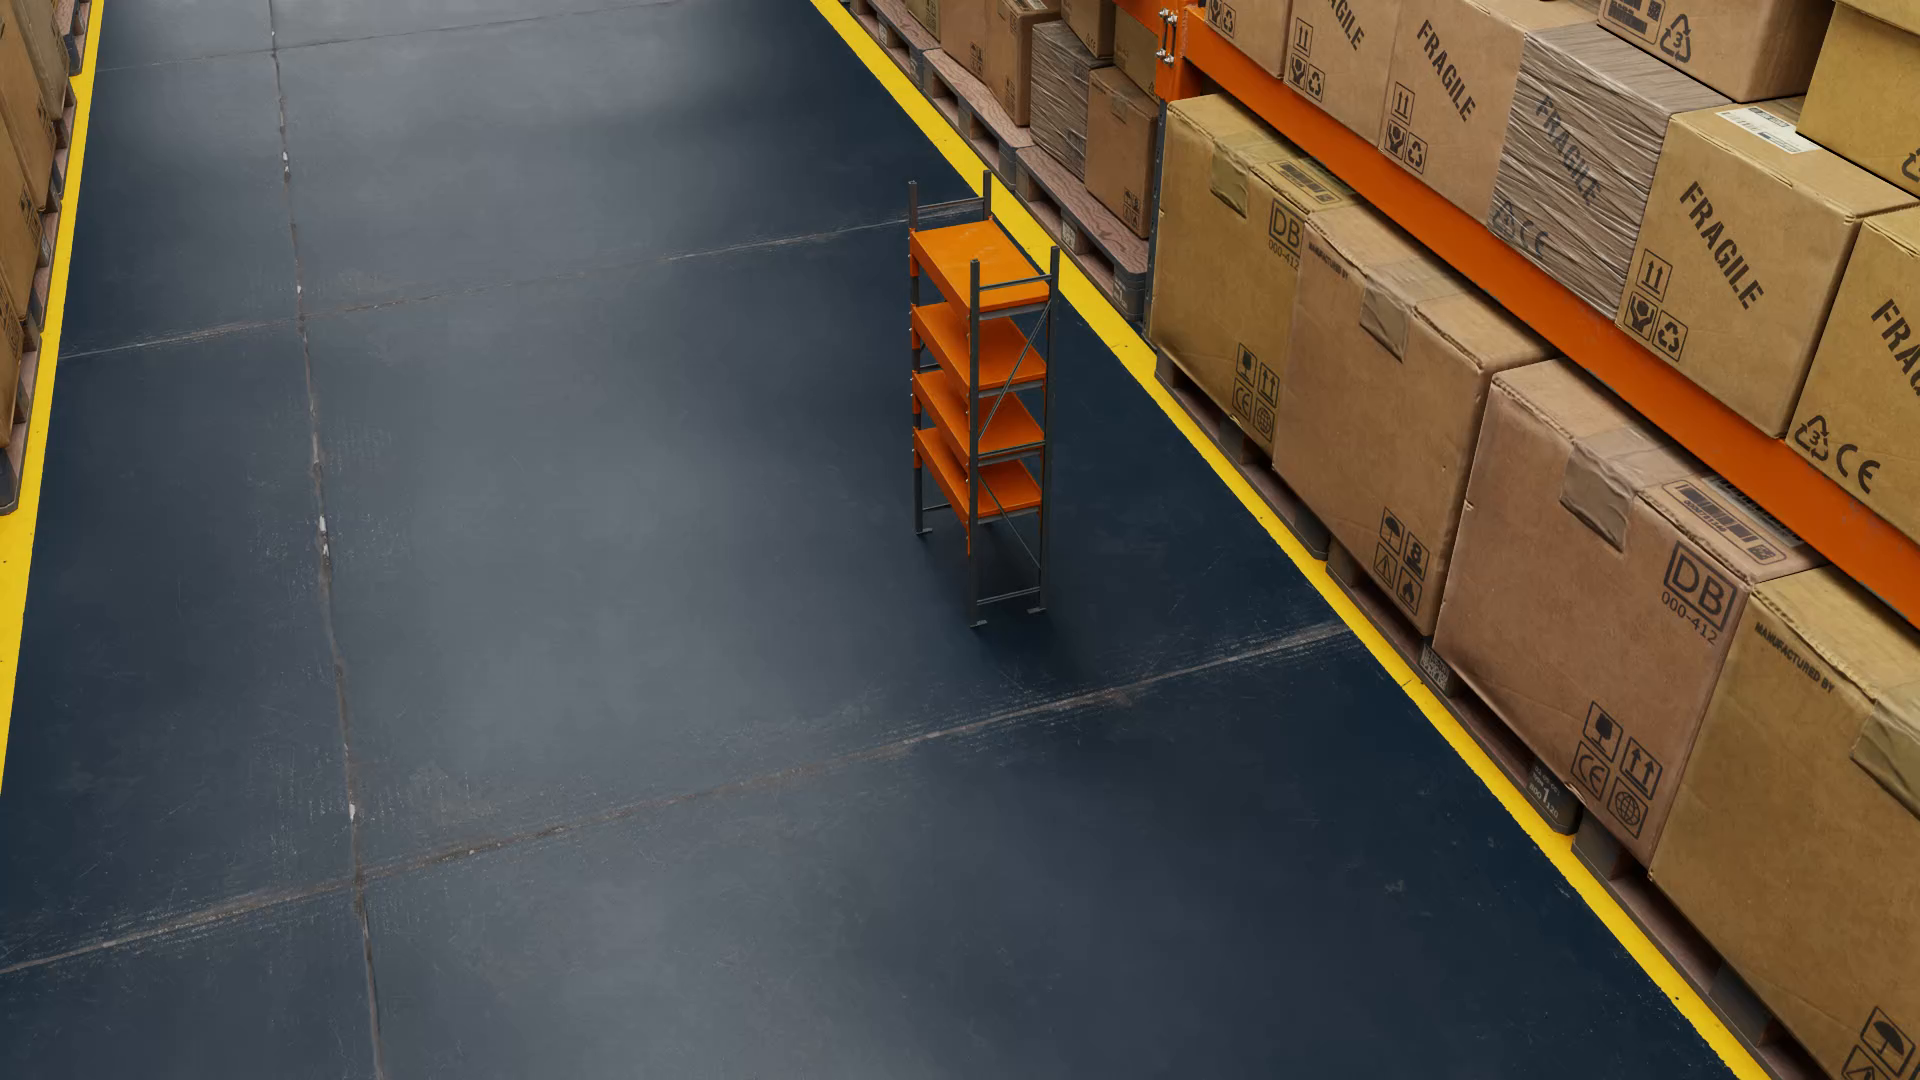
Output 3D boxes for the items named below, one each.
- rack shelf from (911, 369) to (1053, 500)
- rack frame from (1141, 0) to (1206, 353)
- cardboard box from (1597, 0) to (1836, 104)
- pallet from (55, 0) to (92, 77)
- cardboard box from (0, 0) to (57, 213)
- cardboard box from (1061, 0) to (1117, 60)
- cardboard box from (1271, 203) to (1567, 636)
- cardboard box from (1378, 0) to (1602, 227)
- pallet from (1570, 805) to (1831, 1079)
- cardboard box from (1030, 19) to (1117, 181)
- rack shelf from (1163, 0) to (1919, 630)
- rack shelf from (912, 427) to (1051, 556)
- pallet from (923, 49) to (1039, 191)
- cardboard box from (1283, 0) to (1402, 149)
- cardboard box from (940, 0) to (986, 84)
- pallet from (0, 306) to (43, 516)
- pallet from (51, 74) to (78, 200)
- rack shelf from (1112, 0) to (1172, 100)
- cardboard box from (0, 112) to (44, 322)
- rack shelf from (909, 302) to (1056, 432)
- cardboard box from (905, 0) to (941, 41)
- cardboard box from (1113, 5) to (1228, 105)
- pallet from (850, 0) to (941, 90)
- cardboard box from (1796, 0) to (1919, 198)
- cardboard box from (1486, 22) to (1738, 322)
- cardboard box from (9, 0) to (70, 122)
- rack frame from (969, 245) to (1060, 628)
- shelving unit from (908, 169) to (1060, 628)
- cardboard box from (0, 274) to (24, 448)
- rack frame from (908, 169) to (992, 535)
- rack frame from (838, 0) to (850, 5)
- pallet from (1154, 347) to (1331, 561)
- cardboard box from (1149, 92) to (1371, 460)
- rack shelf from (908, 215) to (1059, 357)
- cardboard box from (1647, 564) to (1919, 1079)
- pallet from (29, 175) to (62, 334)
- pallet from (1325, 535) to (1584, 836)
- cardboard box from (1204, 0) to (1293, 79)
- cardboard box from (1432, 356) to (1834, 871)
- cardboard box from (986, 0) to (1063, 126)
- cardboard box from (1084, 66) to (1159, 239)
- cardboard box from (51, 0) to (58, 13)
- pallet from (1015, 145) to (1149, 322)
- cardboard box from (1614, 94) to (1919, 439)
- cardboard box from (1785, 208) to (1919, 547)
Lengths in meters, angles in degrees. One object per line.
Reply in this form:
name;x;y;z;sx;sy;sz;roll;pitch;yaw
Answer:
rack shelf;0.057;-0.332;4.805;0.258;0.148;0.480;-12;39;-16
rack frame;1.173;-2.029;5.451;1.000;3.000;0.127;-12;39;-16
cardboard box;1.868;-1.307;3.575;0.797;0.503;0.637;-11;38;-14
pallet;-5.083;-2.651;8.594;1.003;0.211;1.213;-12;39;-16
cardboard box;-4.269;-1.710;6.548;1.050;0.750;0.750;-12;39;-16
cardboard box;0.722;-2.176;6.734;0.500;0.250;0.500;-8;38;-11
cardboard box;1.691;-0.449;4.770;1.225;0.875;0.875;-12;39;-16
cardboard box;1.444;-1.159;4.212;0.500;0.500;0.500;-13;39;-17
pallet;2.213;0.924;3.848;1.003;0.211;1.213;-12;39;-16
cardboard box;0.721;-1.891;6.980;0.700;0.500;0.500;-16;40;-20
rack shelf;1.861;-0.612;4.167;1.077;0.370;4.000;-12;39;-16
rack shelf;0.057;-0.173;4.925;0.258;0.148;0.480;-12;39;-16
pallet;0.490;-2.045;7.790;1.003;0.211;1.213;-12;39;-16
cardboard box;1.265;-1.447;4.595;0.500;0.500;0.500;-13;39;-17
cardboard box;0.327;-2.525;7.822;0.700;0.500;0.500;-16;40;-20
pallet;-3.719;-0.406;5.614;1.003;0.211;1.213;-12;39;-16
pallet;-4.559;-1.785;7.444;1.003;0.211;1.213;-12;39;-16
rack shelf;0.485;-2.872;7.167;1.077;0.370;4.000;-12;39;-16
cardboard box;-3.948;-1.184;5.850;1.050;0.750;0.750;-12;39;-15
rack shelf;0.057;-0.511;4.671;0.258;0.148;0.480;-12;39;-16
cardboard box;0.134;-2.841;8.241;0.700;0.500;0.500;-13;39;-16
cardboard box;0.914;-1.878;6.339;0.500;0.250;0.500;-11;38;-14
pallet;0.066;-2.735;8.706;1.003;0.211;1.213;-12;39;-16
cardboard box;2.097;-0.959;3.114;0.797;0.503;0.637;-12;39;-15
cardboard box;1.614;-0.876;3.836;0.500;0.500;0.500;-12;39;-16
cardboard box;-4.597;-2.256;7.273;1.050;0.750;0.750;-13;39;-16
rack frame;0.141;-0.248;4.582;0.240;1.200;0.015;-12;39;-16
shelving unit;0.057;-0.386;4.765;0.258;1.200;0.503;-12;39;-16
cardboard box;-3.644;-0.691;5.195;1.050;0.750;0.750;-13;39;-17
rack frame;-0.027;-0.524;4.948;0.240;1.200;0.015;-12;39;-16
rack frame;-0.203;-4.289;8.451;1.000;3.000;0.127;-12;39;-16
pallet;1.374;-0.454;5.678;1.003;0.211;1.213;-12;39;-16
cardboard box;1.391;-0.954;5.440;1.225;0.875;0.875;-14;39;-18
rack shelf;0.057;-0.700;4.528;0.258;0.148;0.480;-12;39;-16
cardboard box;2.311;0.554;3.438;1.225;0.875;0.875;-12;39;-16
pallet;-4.135;-1.095;6.528;1.003;0.211;1.213;-12;39;-16
pallet;1.790;0.234;4.764;1.003;0.211;1.213;-12;39;-16
cardboard box;1.085;-1.738;4.981;0.500;0.500;0.500;-11;38;-15
cardboard box;2.002;0.049;4.108;1.225;0.875;0.875;-14;39;-18
cardboard box;0.519;-2.210;7.403;0.700;0.500;0.500;-9;38;-12
cardboard box;0.924;-1.581;6.567;0.700;0.500;0.500;-14;39;-18
cardboard box;-5.046;-3.008;8.167;0.875;0.875;0.875;-12;39;-15
pallet;0.906;-1.357;6.876;1.003;0.211;1.213;-12;39;-16
cardboard box;1.782;-0.592;3.459;0.500;0.500;0.500;-13;39;-16
cardboard box;1.968;-0.298;3.069;0.500;0.500;0.500;-11;38;-15
